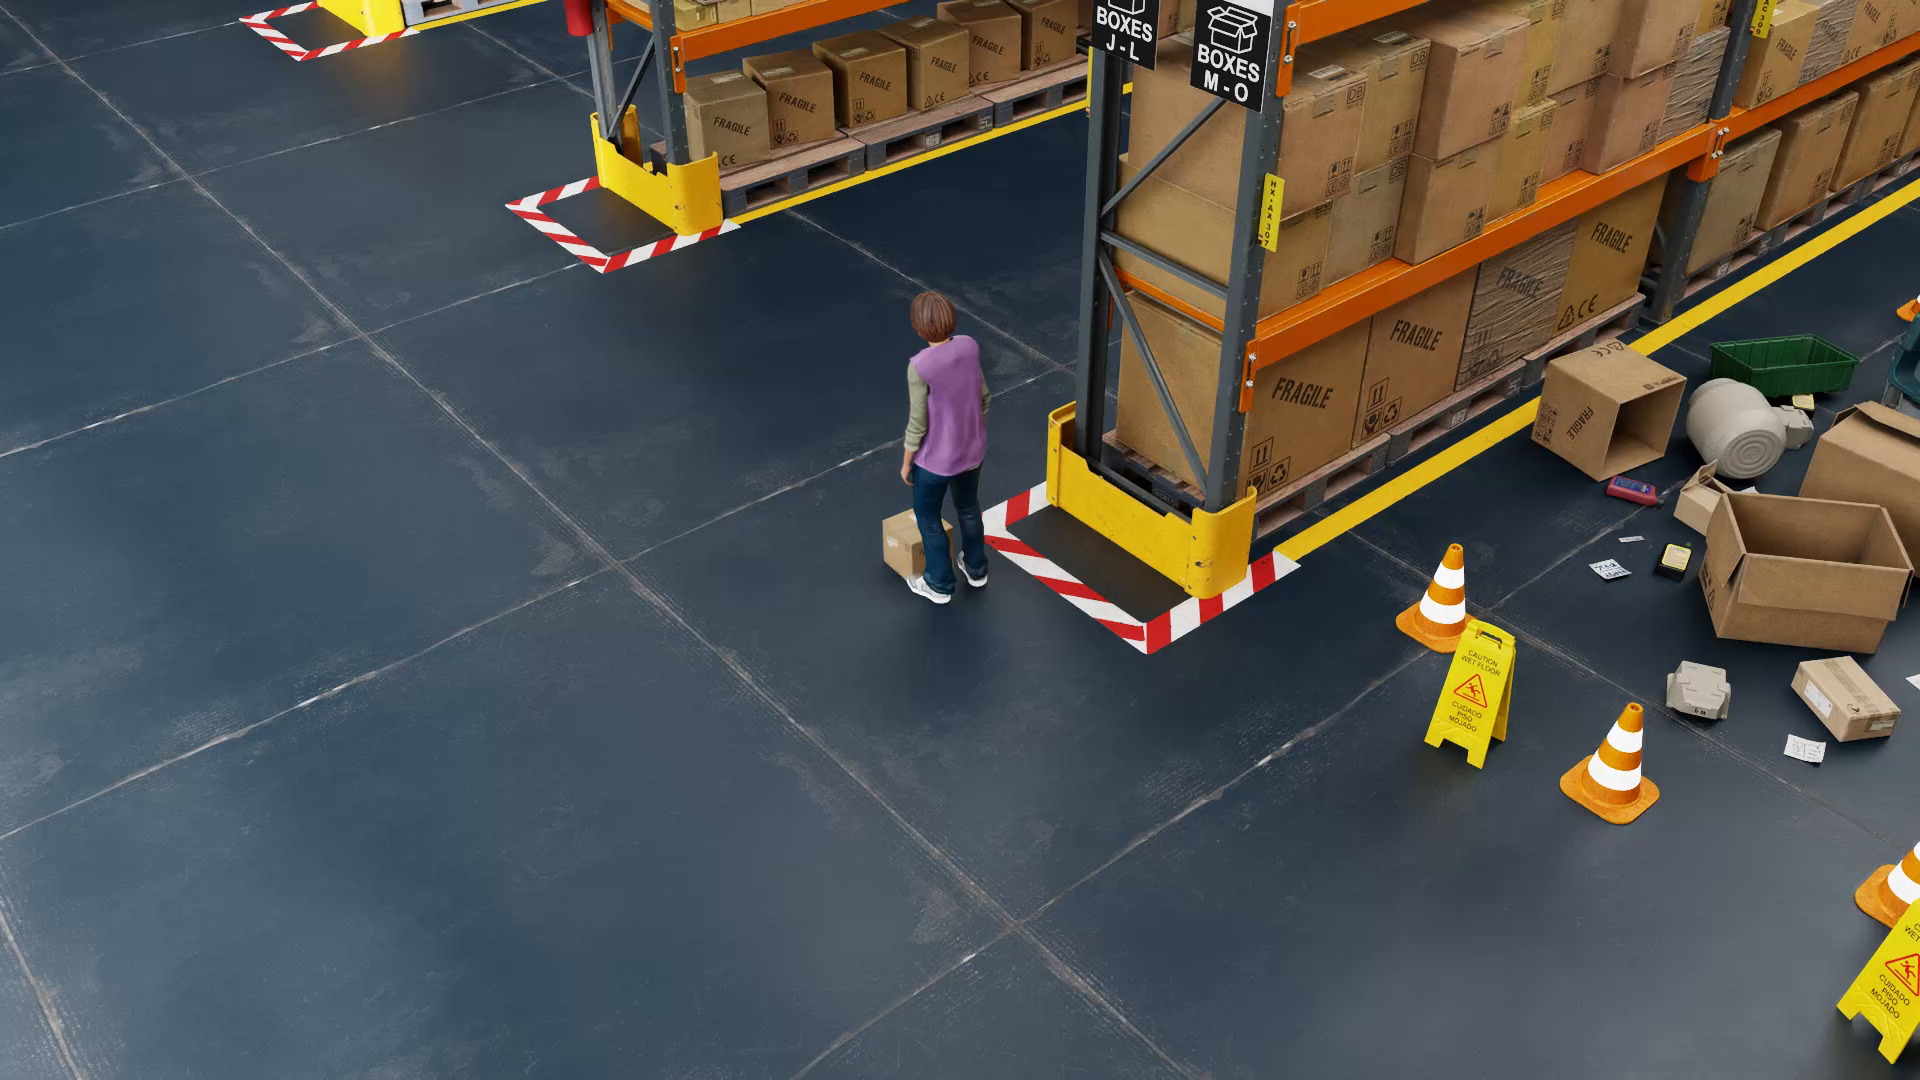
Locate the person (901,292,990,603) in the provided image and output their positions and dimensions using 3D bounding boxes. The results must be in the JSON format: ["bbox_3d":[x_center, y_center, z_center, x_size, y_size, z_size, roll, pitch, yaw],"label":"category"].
[{"bbox_3d":[-0.062,-0.403,7.630,0.484,1.593,0.344,-25,43,-30],"label":"person"}]
